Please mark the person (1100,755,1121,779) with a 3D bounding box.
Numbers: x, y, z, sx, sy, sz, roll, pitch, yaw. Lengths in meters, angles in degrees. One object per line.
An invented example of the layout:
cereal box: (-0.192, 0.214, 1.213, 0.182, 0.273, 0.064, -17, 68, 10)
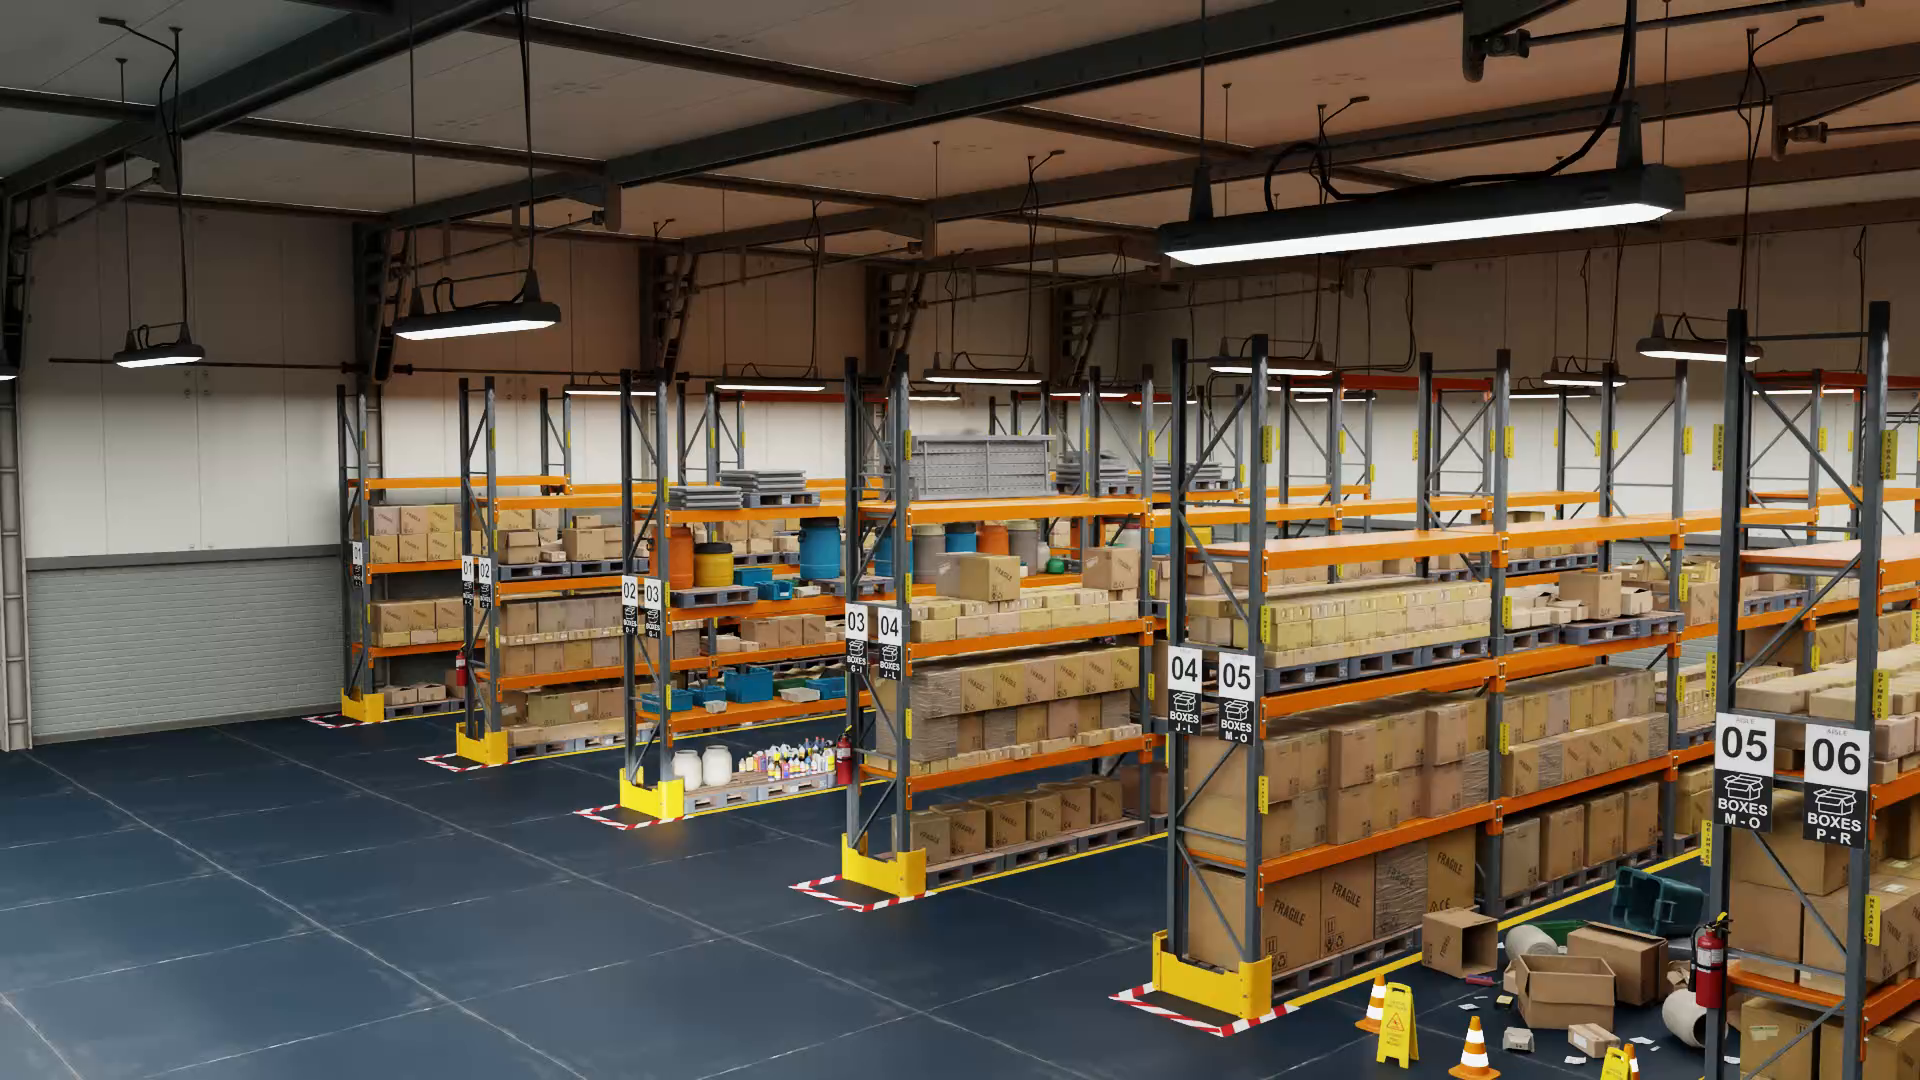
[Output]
person: (2.099, 2.752, 23.587, 0.602, 1.663, 0.913, 4, 5, 44)
